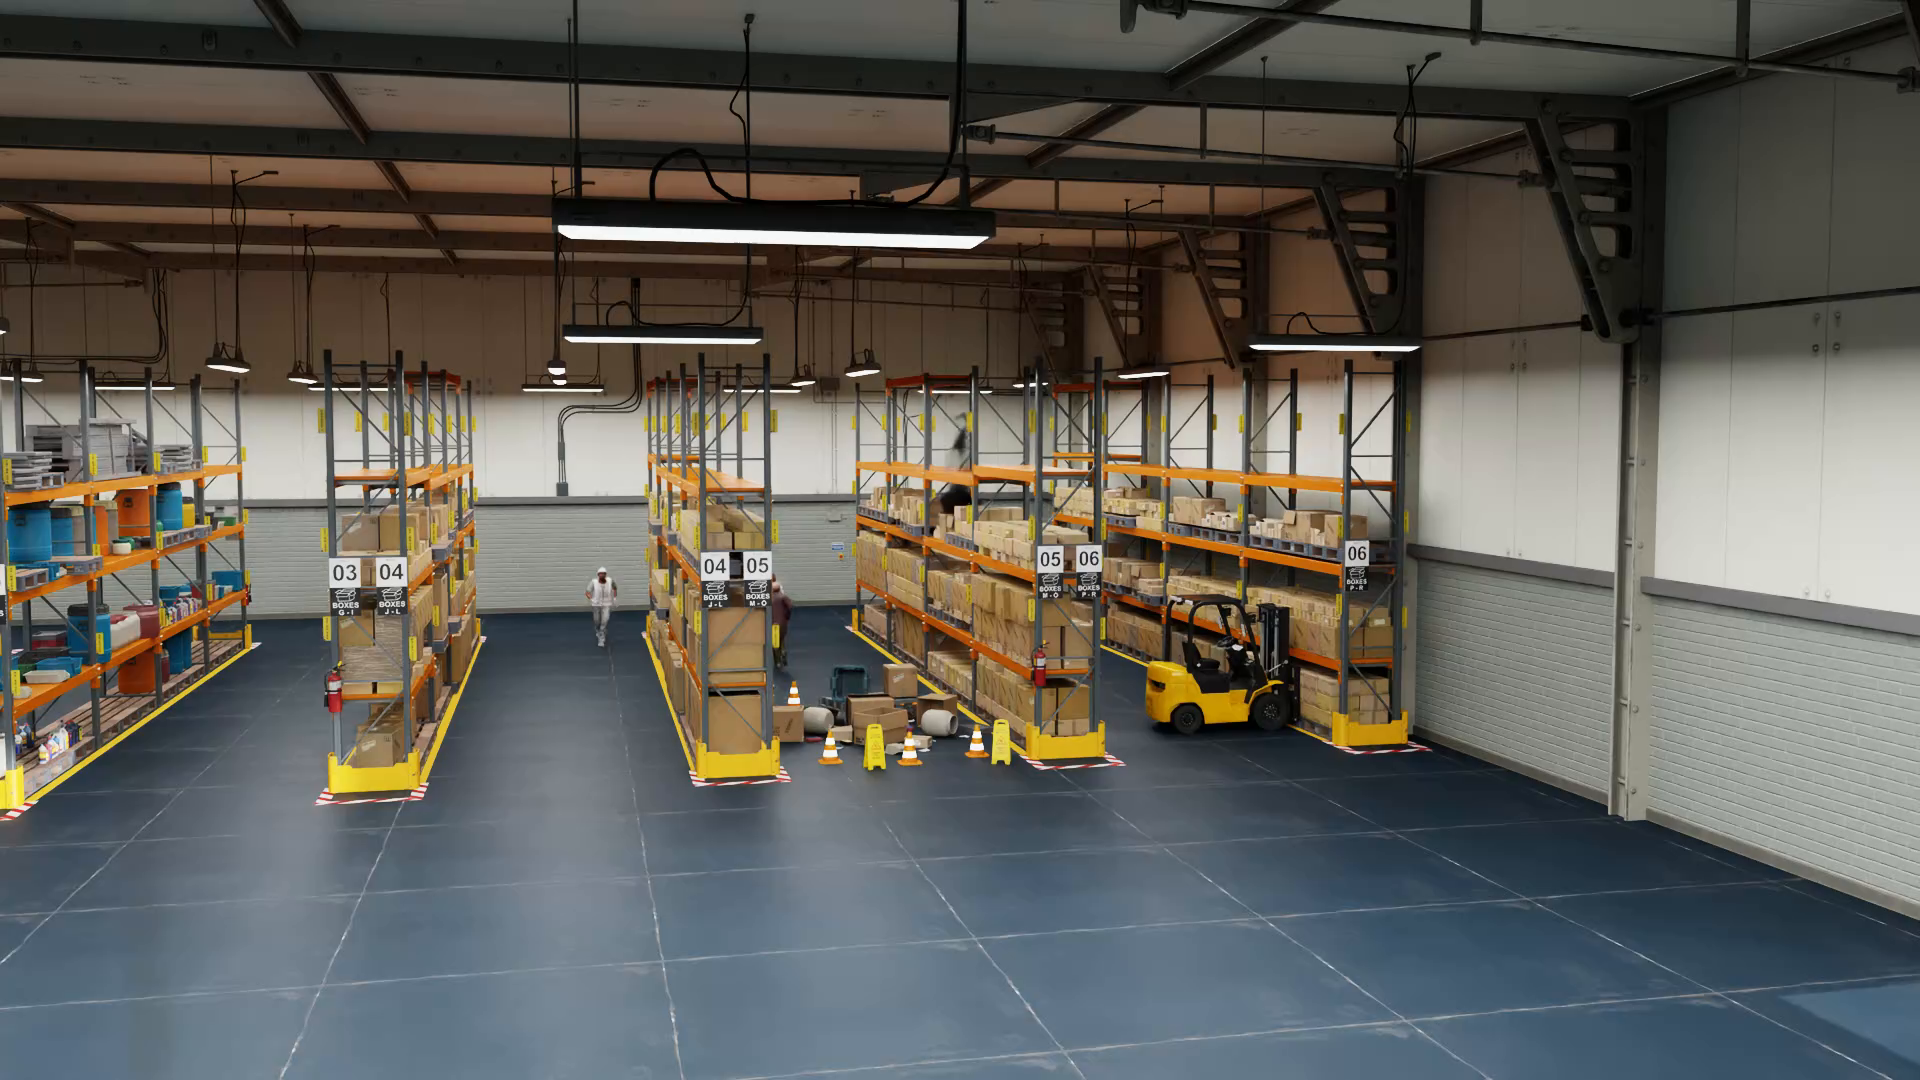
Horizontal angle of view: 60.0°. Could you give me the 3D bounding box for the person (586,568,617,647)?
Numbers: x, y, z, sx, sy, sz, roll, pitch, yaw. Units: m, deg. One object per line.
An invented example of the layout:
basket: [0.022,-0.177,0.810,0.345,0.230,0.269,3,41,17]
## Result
person: [-8.133,1.499,37.759,0.706,1.770,0.972,-1,4,-16]

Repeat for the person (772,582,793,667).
person: [-3.793,1.736,34.334,0.686,1.748,0.665,0,4,-7]

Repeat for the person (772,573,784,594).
person: [-4.254,1.554,38.102,0.527,1.610,0.819,-3,5,-35]
